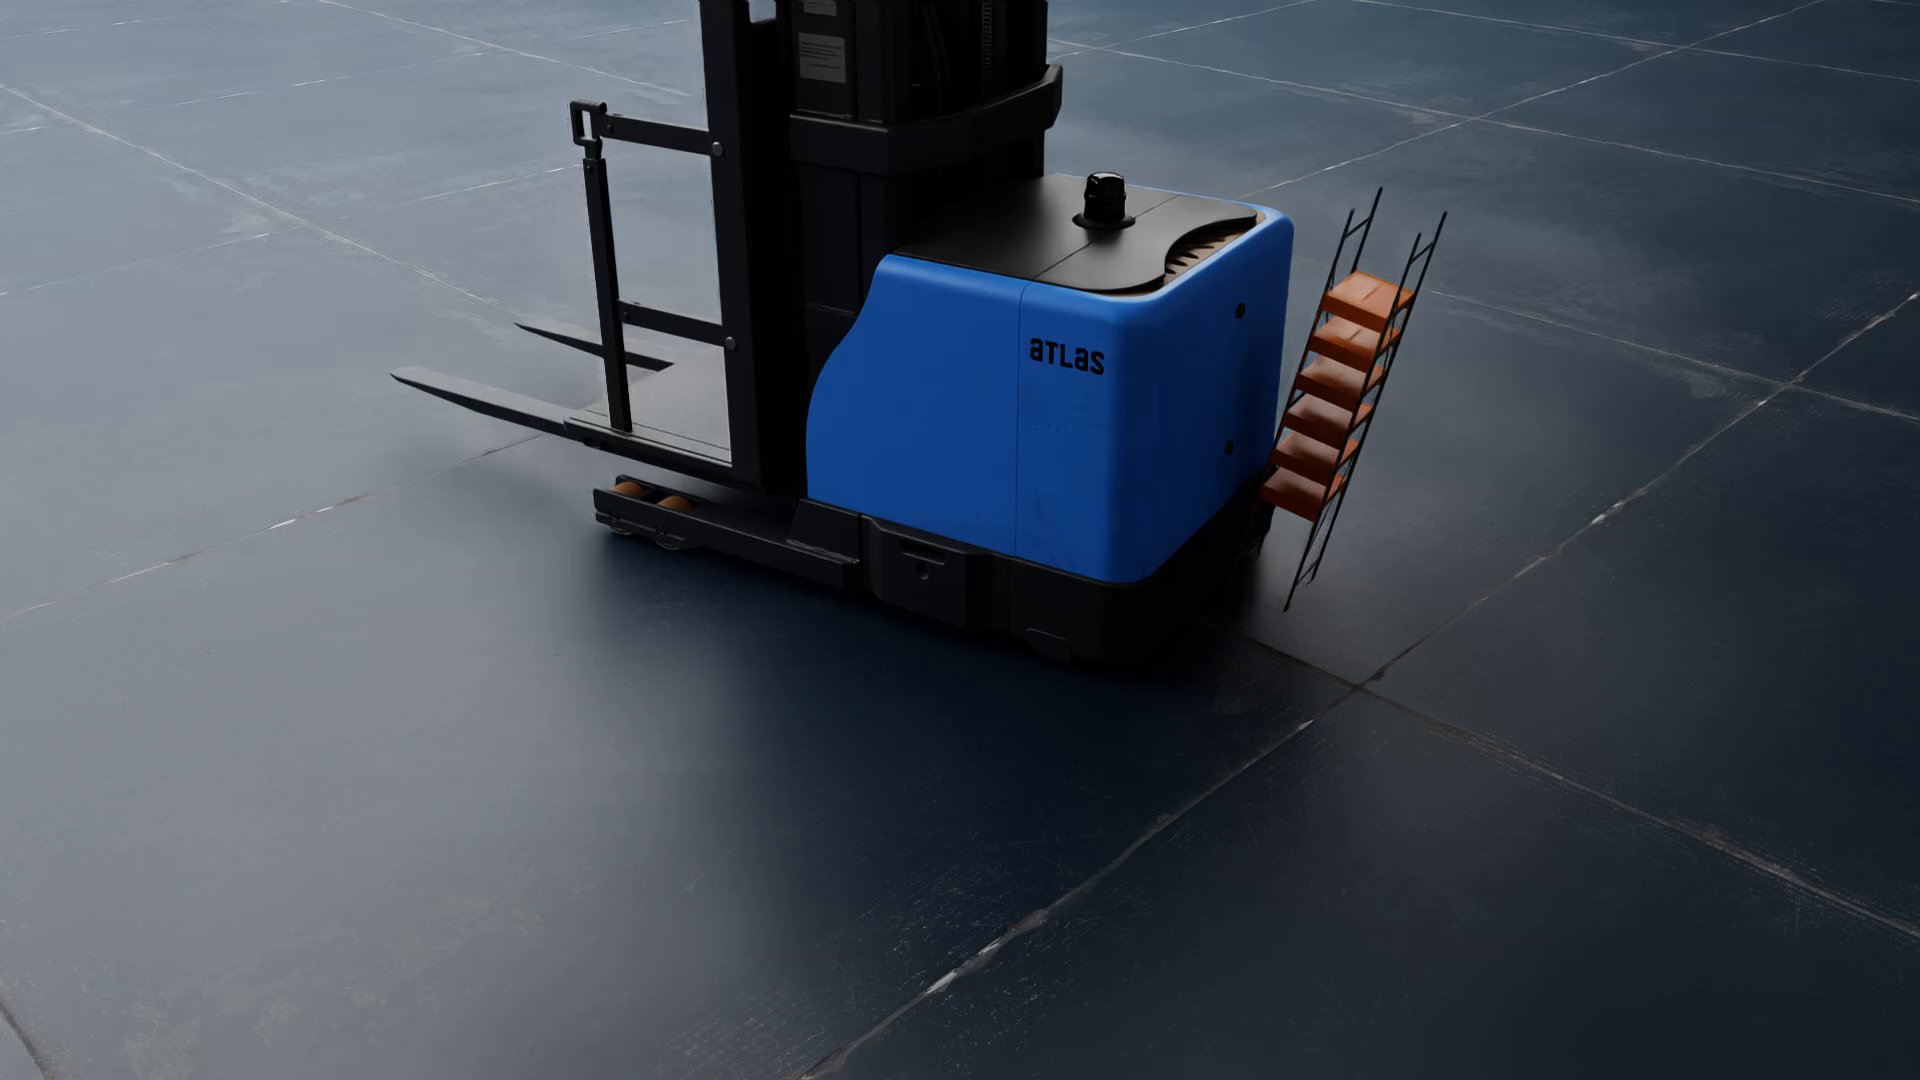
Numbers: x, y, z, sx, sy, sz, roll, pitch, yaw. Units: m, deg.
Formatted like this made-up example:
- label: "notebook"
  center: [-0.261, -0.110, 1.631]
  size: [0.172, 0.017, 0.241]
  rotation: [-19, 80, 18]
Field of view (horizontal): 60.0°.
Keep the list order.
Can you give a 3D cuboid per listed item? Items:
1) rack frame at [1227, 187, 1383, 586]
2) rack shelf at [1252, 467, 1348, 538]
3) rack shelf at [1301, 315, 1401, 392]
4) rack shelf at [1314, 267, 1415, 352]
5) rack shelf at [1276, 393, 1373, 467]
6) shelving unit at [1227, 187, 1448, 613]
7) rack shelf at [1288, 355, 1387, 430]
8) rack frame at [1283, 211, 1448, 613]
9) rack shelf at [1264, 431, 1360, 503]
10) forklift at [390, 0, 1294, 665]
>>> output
- label: "rack frame"
  center: [0.959, -0.403, 4.672]
  size: [0.006, 1.200, 0.240]
  rotation: [27, 36, 21]
- label: "rack shelf"
  center: [0.985, -0.133, 4.796]
  size: [0.180, 0.103, 0.258]
  rotation: [27, 36, 21]
- label: "rack shelf"
  center: [1.069, -0.524, 4.532]
  size: [0.180, 0.103, 0.258]
  rotation: [27, 36, 21]
- label: "rack shelf"
  center: [1.090, -0.622, 4.466]
  size: [0.180, 0.103, 0.258]
  rotation: [27, 36, 21]
- label: "rack shelf"
  center: [1.027, -0.329, 4.664]
  size: [0.180, 0.103, 0.258]
  rotation: [27, 36, 21]
- label: "shelving unit"
  center: [1.035, -0.365, 4.639]
  size: [0.189, 1.200, 0.258]
  rotation: [27, 36, 21]
- label: "rack shelf"
  center: [1.048, -0.426, 4.598]
  size: [0.180, 0.103, 0.258]
  rotation: [27, 36, 21]
- label: "rack frame"
  center: [1.112, -0.326, 4.607]
  size: [0.006, 1.200, 0.240]
  rotation: [27, 36, 21]
- label: "rack shelf"
  center: [1.006, -0.231, 4.730]
  size: [0.180, 0.103, 0.258]
  rotation: [27, 36, 21]
- label: "forklift"
  center: [-0.560, -1.457, 4.871]
  size: [3.031, 2.935, 1.130]
  rotation: [16, 32, 28]
